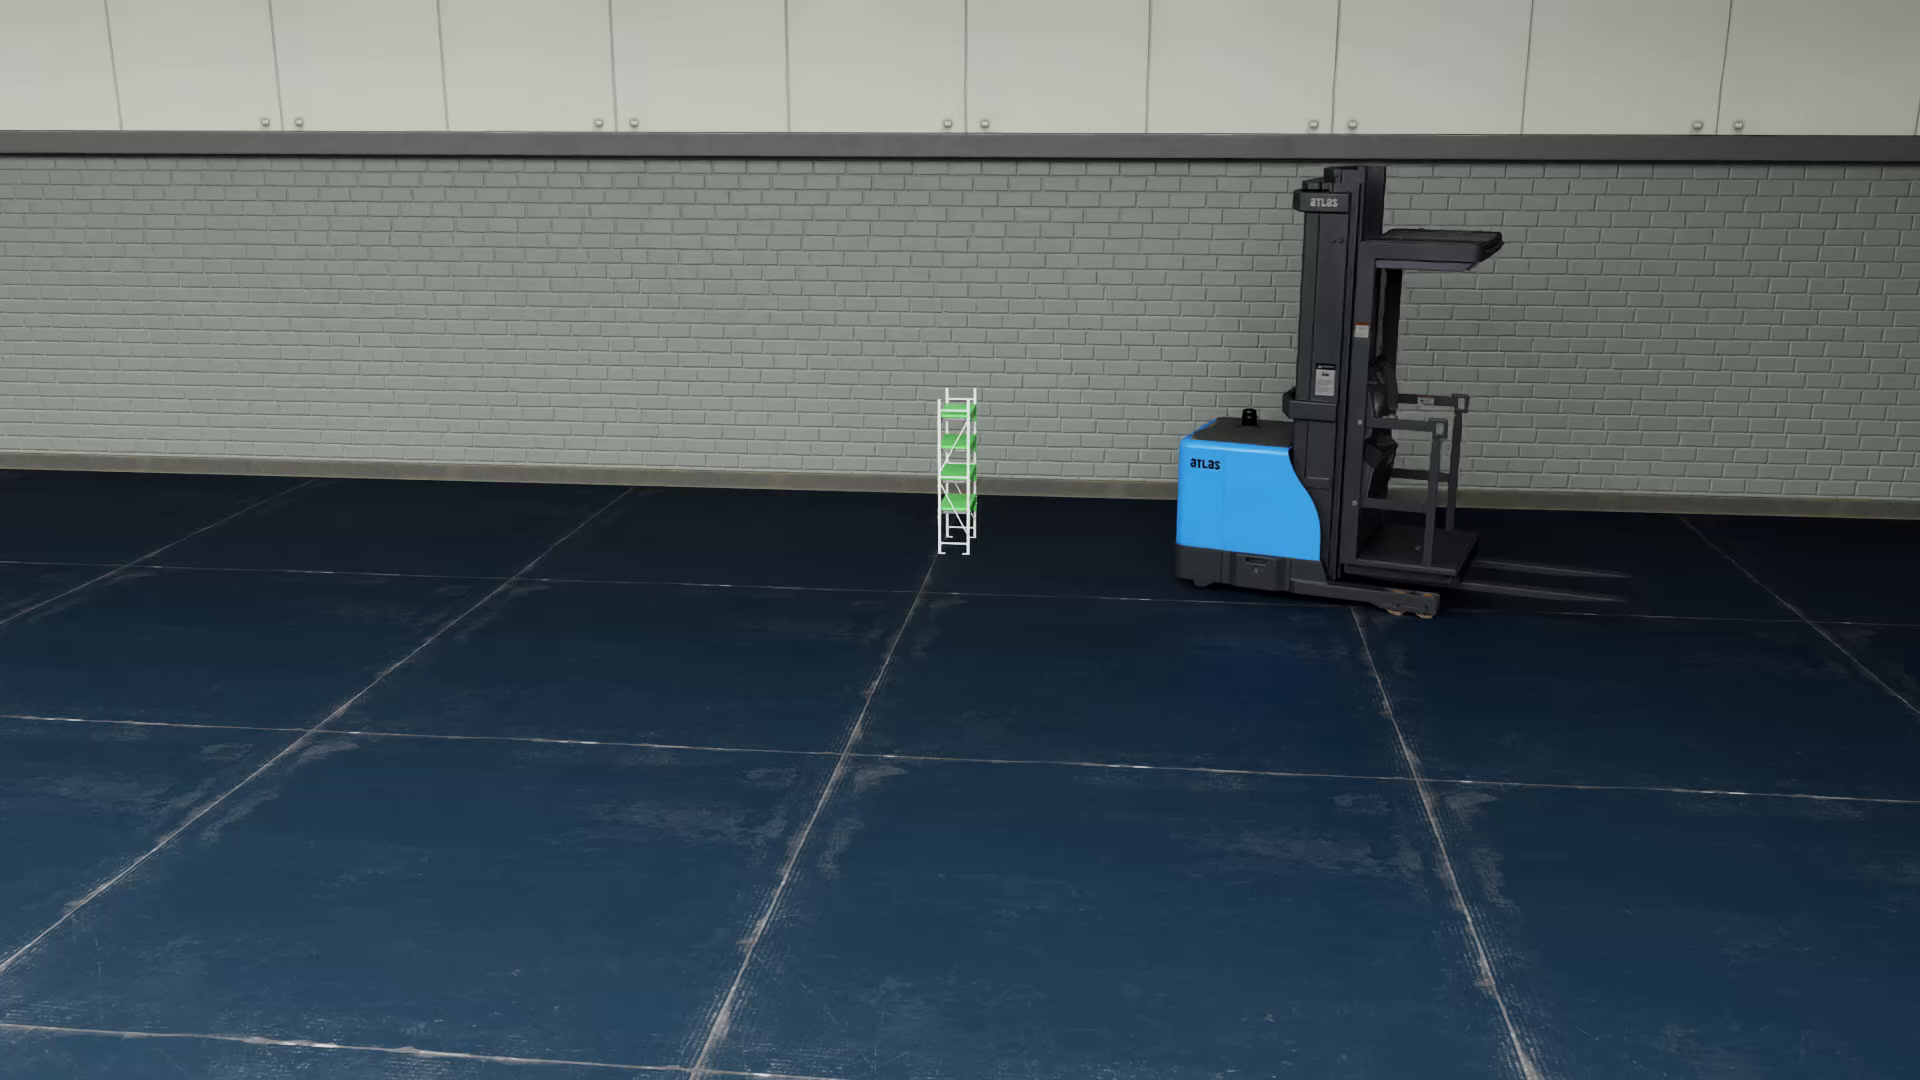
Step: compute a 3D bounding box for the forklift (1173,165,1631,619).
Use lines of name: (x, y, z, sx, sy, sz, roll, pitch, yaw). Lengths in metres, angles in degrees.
forklift: (3.093, -1.043, 11.403, 3.031, 2.935, 1.130, 7, 17, 23)

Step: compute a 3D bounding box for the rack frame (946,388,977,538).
rack frame: (0.009, -0.600, 13.081, 0.240, 1.200, 0.015, 2, 15, 6)

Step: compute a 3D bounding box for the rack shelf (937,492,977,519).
rack shelf: (-0.019, -0.243, 12.926, 0.258, 0.148, 0.480, 2, 15, 6)

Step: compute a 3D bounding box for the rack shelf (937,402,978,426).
rack shelf: (-0.019, -0.938, 12.738, 0.258, 0.148, 0.480, 2, 15, 6)

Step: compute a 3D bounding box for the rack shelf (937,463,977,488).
rack shelf: (-0.019, -0.475, 12.863, 0.258, 0.148, 0.480, 2, 15, 6)

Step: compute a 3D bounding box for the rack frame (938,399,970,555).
rack frame: (-0.046, -0.473, 12.613, 0.240, 1.200, 0.015, 2, 15, 6)

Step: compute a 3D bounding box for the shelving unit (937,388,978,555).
shelving unit: (-0.019, -0.536, 12.847, 0.258, 1.200, 0.503, 2, 15, 6)

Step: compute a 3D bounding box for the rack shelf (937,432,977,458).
rack shelf: (-0.019, -0.706, 12.801, 0.258, 0.148, 0.480, 2, 15, 6)
